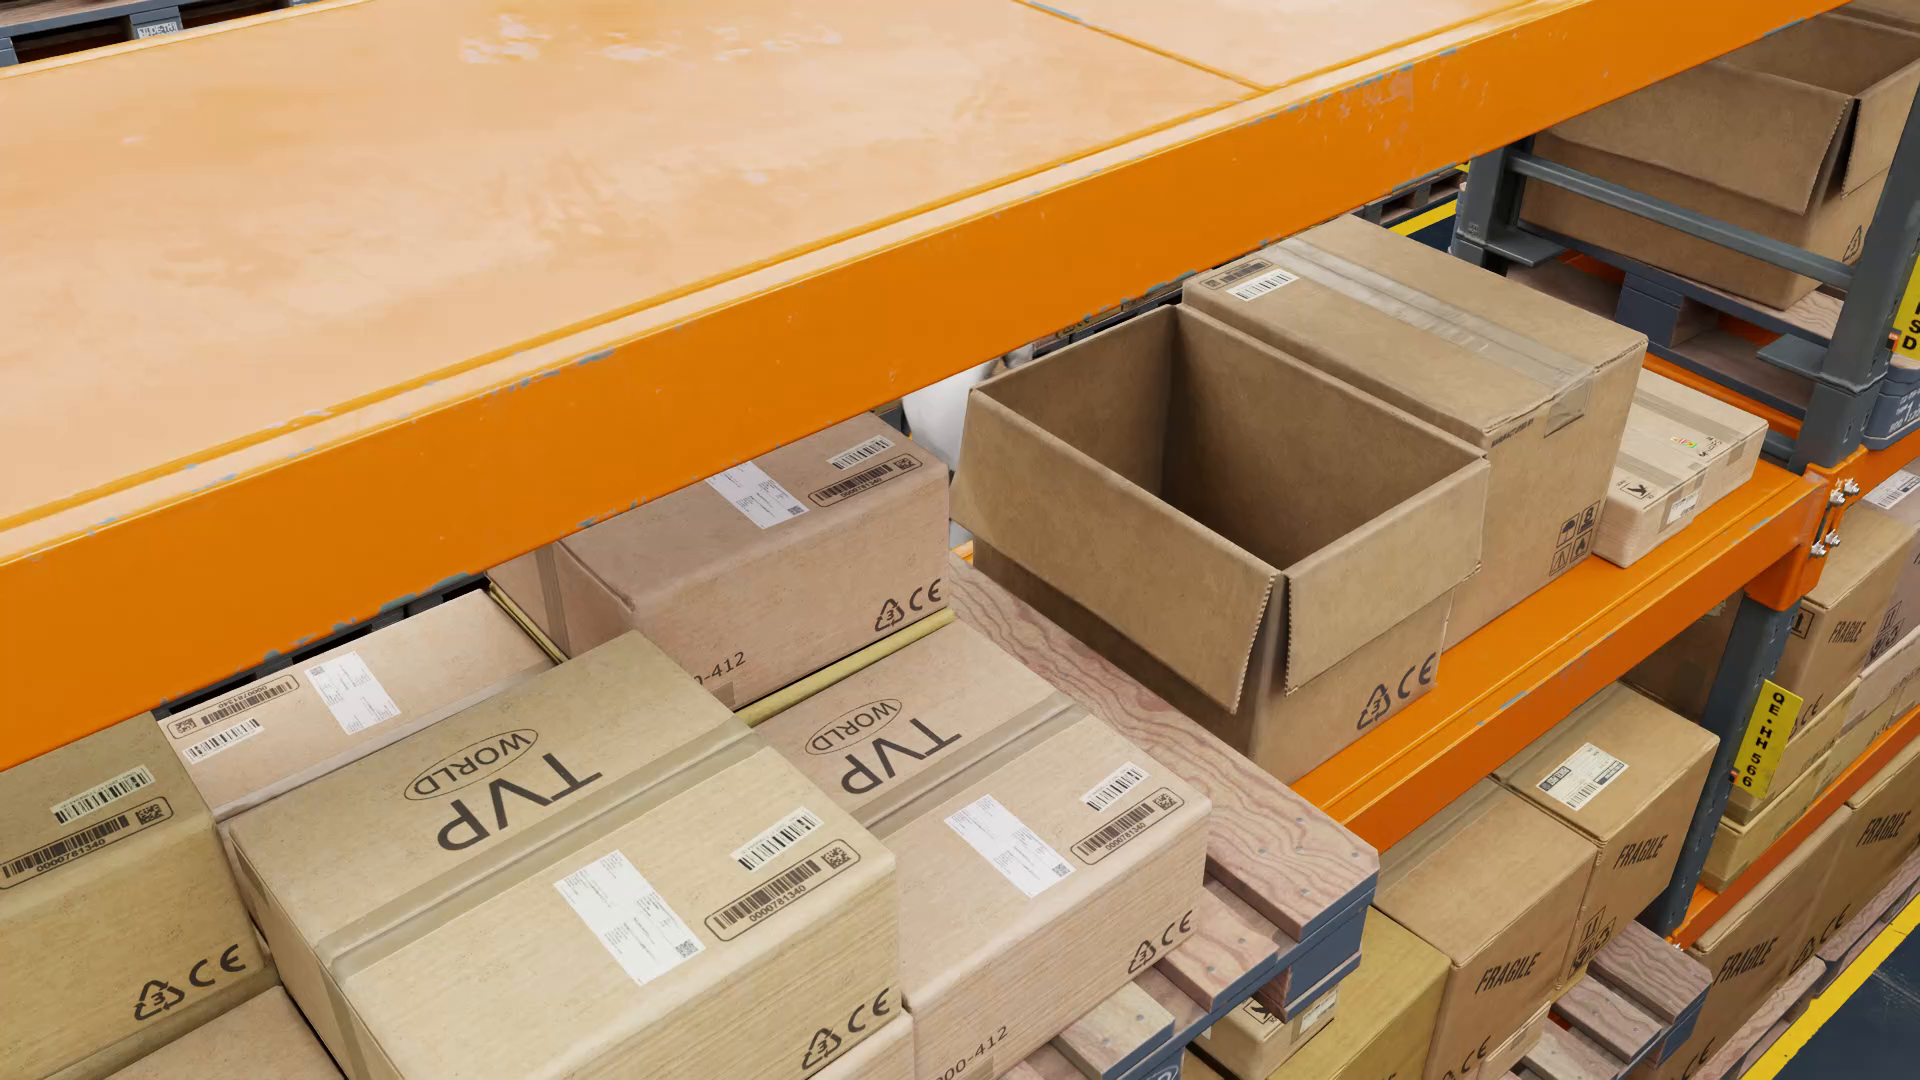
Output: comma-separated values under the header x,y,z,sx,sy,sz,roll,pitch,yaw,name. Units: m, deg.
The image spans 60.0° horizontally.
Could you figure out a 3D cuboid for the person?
x,y,z,sx,sy,sz,roll,pitch,yaw,name
0.076,-0.619,7.687,0.717,1.600,0.549,-27,43,-33,person
